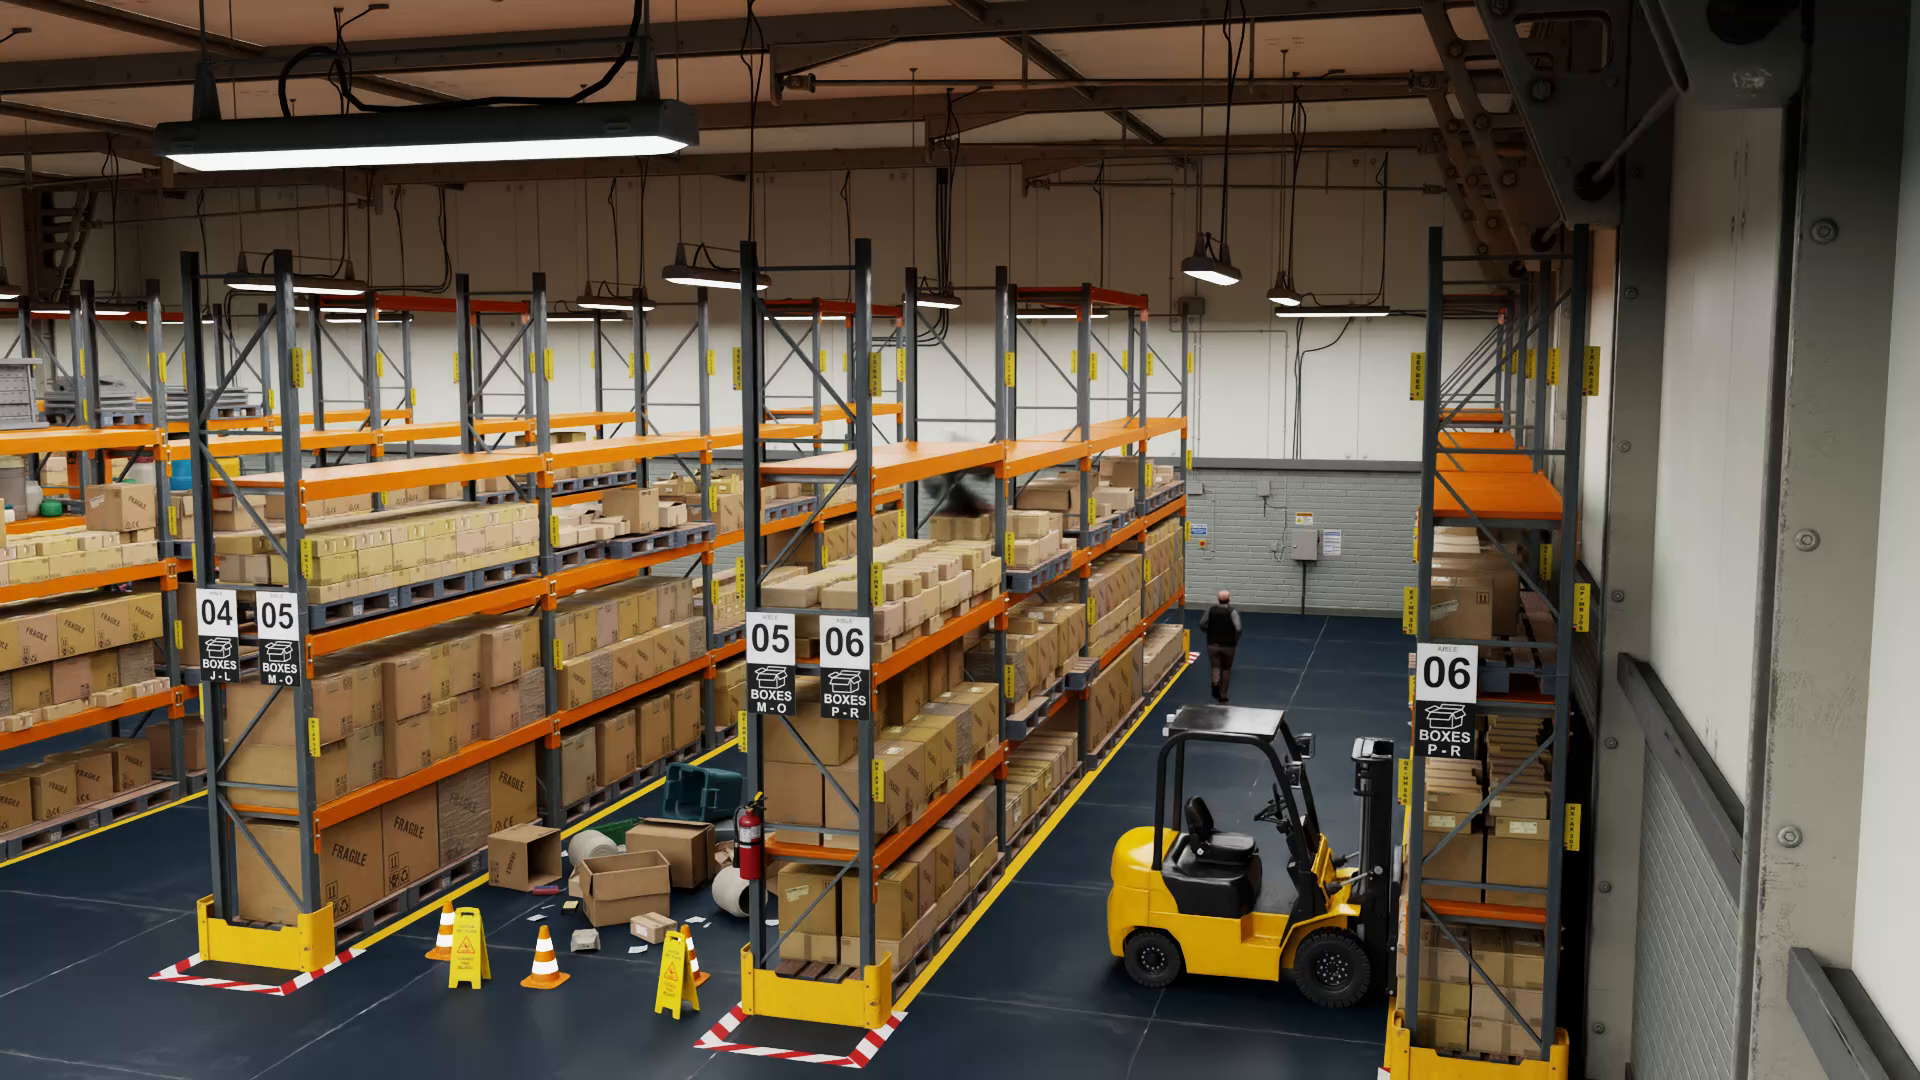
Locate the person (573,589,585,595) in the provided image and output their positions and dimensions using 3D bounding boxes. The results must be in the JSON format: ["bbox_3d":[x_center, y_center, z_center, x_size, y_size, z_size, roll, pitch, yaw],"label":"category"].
[{"bbox_3d":[-5.423,1.609,23.828,0.643,1.844,0.876,1,6,4],"label":"person"}]

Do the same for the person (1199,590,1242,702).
[{"bbox_3d":[3.853,1.590,24.570,0.659,1.706,0.686,2,7,20],"label":"person"}]
